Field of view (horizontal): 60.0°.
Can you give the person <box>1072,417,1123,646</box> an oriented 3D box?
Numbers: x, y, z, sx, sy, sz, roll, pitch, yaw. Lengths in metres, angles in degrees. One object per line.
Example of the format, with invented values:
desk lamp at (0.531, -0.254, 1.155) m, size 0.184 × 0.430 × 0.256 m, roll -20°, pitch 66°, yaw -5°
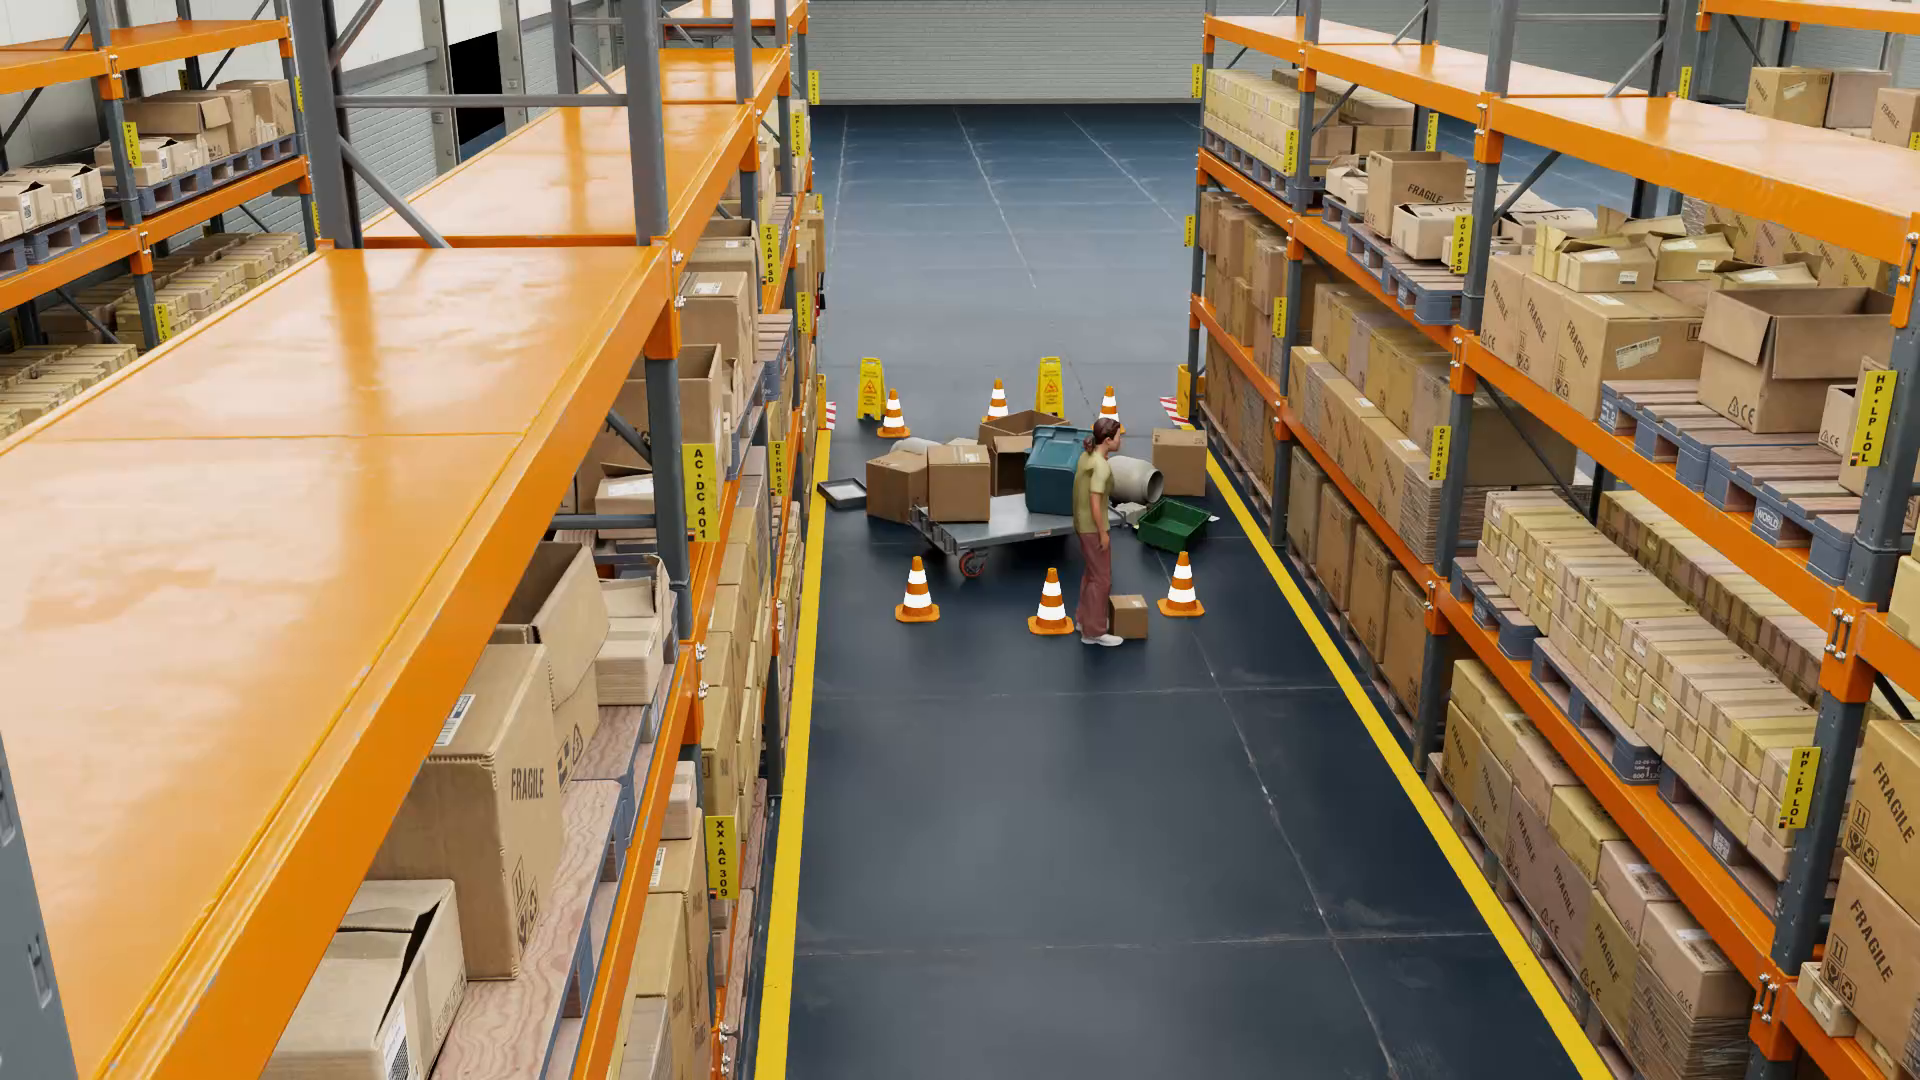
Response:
person at (1.004, -0.072, 12.128) m, size 0.362 × 1.651 × 0.519 m, roll -2°, pitch 21°, yaw -6°
